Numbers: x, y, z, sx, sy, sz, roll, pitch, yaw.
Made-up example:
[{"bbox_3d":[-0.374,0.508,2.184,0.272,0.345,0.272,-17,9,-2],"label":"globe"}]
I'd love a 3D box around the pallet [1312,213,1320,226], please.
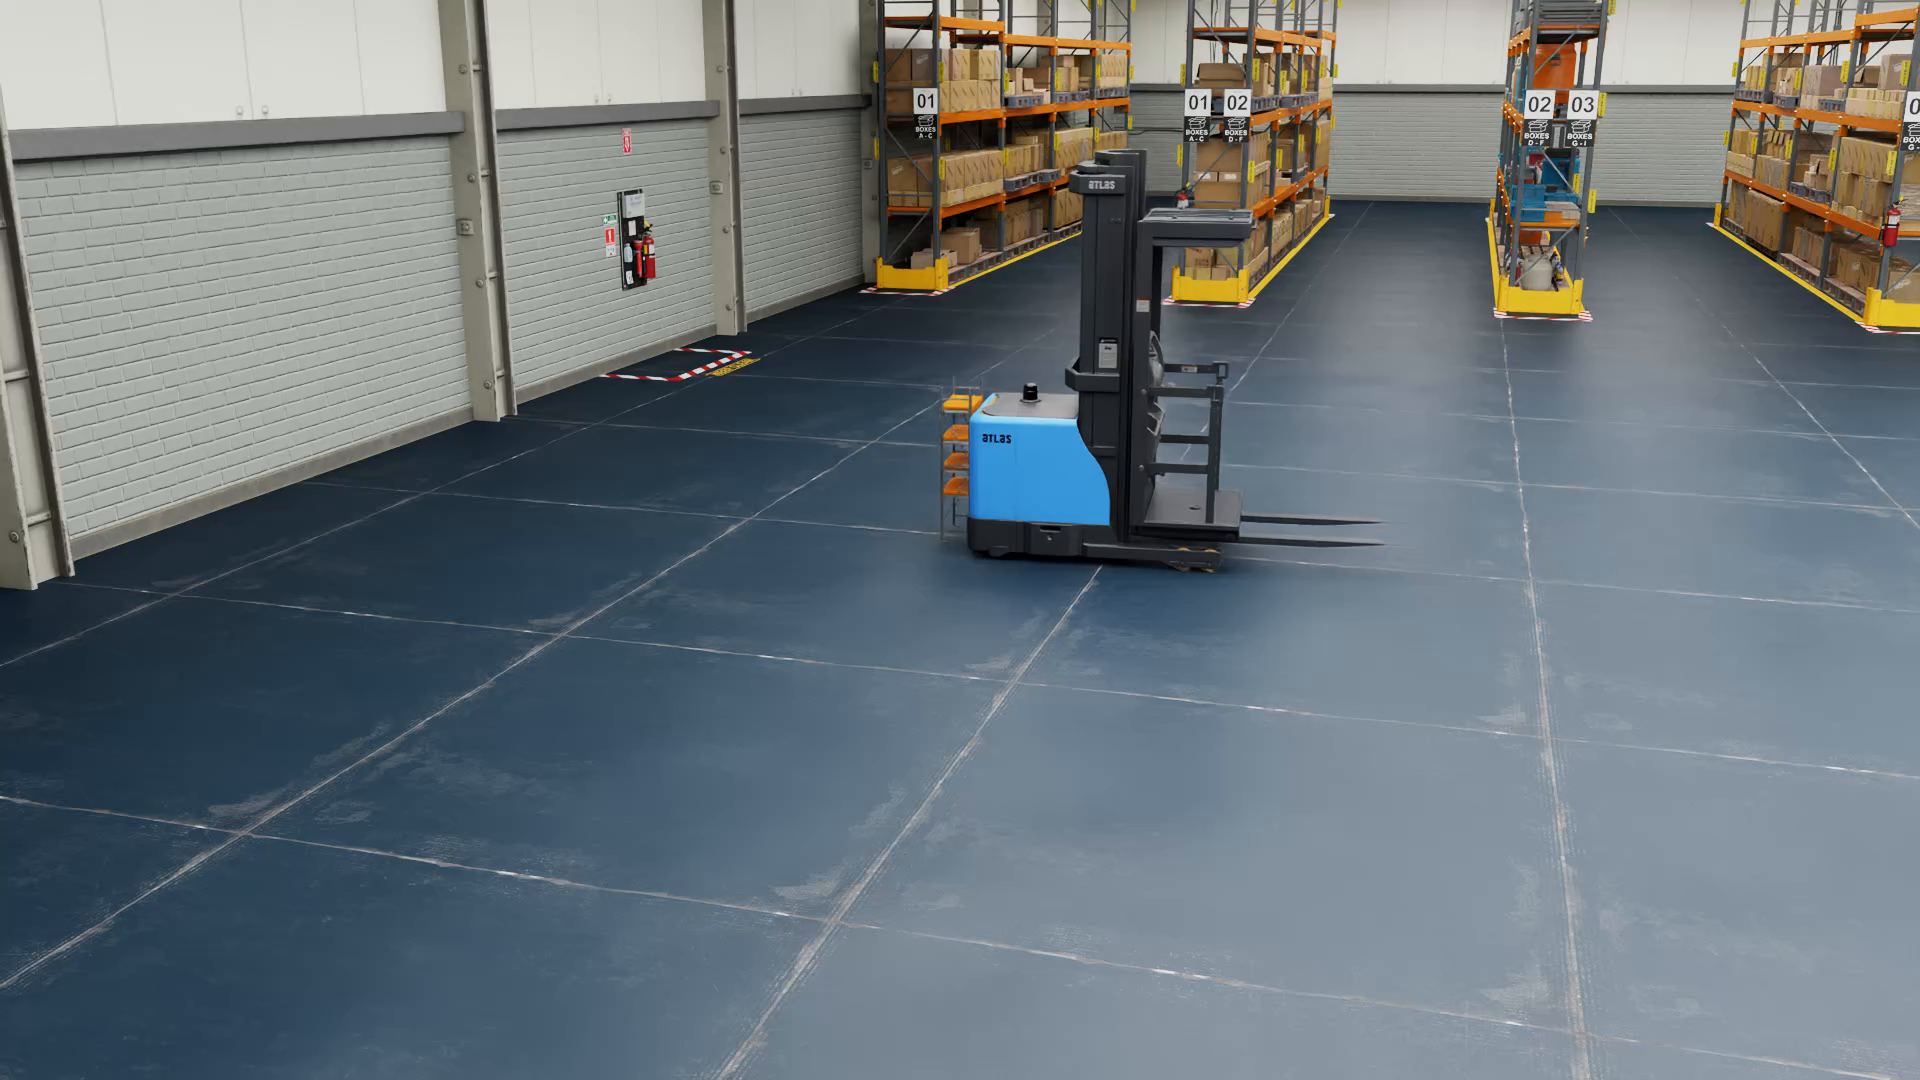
[{"bbox_3d":[7.885,-7.530,38.991,1.003,0.211,1.213,5,16,16],"label":"pallet"}]

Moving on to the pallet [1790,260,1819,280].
[{"bbox_3d":[15.132,-4.692,28.985,1.003,0.211,1.213,5,16,16],"label":"pallet"}]

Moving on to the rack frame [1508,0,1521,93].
[{"bbox_3d":[12.092,-10.873,34.672,1.000,3.000,0.127,5,16,16],"label":"rack frame"}]

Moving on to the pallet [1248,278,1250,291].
[{"bbox_3d":[4.111,-4.094,26.877,1.003,0.211,1.213,5,16,16],"label":"pallet"}]

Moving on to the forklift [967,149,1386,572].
[{"bbox_3d":[1.623,-1.334,12.161,3.031,2.935,1.130,3,16,10],"label":"forklift"}]

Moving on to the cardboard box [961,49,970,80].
[{"bbox_3d":[-0.149,-7.942,27.782,0.500,0.500,0.500,5,17,17],"label":"cardboard box"}]

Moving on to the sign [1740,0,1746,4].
[{"bbox_3d":[17.447,-12.106,37.016,0.100,0.325,0.005,5,16,16],"label":"sign"}]

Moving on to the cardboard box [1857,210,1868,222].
[{"bbox_3d":[13.639,-4.833,24.834,0.380,0.149,0.250,5,16,16],"label":"cardboard box"}]

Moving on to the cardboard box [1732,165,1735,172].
[{"bbox_3d":[17.270,-8.192,36.675,0.380,0.149,0.250,4,16,15],"label":"cardboard box"}]

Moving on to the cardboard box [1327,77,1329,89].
[{"bbox_3d":[8.291,-10.614,38.616,0.500,0.250,0.500,5,16,16],"label":"cardboard box"}]

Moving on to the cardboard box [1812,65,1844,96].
[{"bbox_3d":[15.040,-7.920,28.660,0.500,0.500,0.500,4,16,14],"label":"cardboard box"}]

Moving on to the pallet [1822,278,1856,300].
[{"bbox_3d":[14.410,-3.990,26.509,1.003,0.211,1.213,5,16,16],"label":"pallet"}]

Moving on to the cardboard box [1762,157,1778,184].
[{"bbox_3d":[16.185,-7.287,32.841,0.500,0.500,0.500,4,16,15],"label":"cardboard box"}]

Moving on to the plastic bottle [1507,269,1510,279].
[{"bbox_3d":[8.783,-4.227,26.558,0.097,0.201,0.097,0,16,0],"label":"plastic bottle"}]

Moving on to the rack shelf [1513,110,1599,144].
[{"bbox_3d":[9.250,-6.467,25.956,1.077,0.370,4.000,5,16,16],"label":"rack shelf"}]

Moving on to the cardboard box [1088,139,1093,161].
[{"bbox_3d":[2.704,-8.816,37.647,0.500,0.500,0.500,4,16,15],"label":"cardboard box"}]

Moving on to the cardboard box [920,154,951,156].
[{"bbox_3d":[-0.449,-6.452,28.943,0.500,0.500,0.500,5,17,17],"label":"cardboard box"}]

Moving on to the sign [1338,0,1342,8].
[{"bbox_3d":[9.007,-12.782,39.400,0.100,0.325,0.005,5,16,16],"label":"sign"}]

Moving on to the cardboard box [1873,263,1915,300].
[{"bbox_3d":[13.761,-3.784,24.484,0.500,0.500,0.500,10,18,30],"label":"cardboard box"}]

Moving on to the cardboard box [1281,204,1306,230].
[{"bbox_3d":[7.044,-6.837,35.210,0.500,0.500,0.500,4,16,14],"label":"cardboard box"}]

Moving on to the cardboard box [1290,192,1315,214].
[{"bbox_3d":[7.873,-7.874,38.863,0.797,0.503,0.637,5,16,16],"label":"cardboard box"}]

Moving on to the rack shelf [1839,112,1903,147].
[{"bbox_3d":[13.999,-6.083,24.601,1.077,0.370,4.000,5,16,16],"label":"rack shelf"}]

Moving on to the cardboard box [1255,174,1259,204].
[{"bbox_3d":[4.660,-5.941,28.095,0.700,0.500,0.500,5,17,17],"label":"cardboard box"}]

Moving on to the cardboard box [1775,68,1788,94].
[{"bbox_3d":[16.685,-9.143,33.118,0.700,0.500,0.500,5,17,17],"label":"cardboard box"}]

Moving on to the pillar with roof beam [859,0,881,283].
[{"bbox_3d":[2.680,-8.418,26.017,9.100,9.000,0.400,5,16,16],"label":"pillar with roof beam"}]

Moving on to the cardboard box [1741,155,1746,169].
[{"bbox_3d":[17.004,-8.079,35.544,0.500,0.250,0.500,5,17,17],"label":"cardboard box"}]

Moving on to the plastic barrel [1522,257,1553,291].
[{"bbox_3d":[8.795,-4.031,25.332,0.421,0.512,0.421,0,16,0],"label":"plastic barrel"}]

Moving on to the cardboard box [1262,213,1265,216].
[{"bbox_3d":[5.776,-6.360,32.997,0.500,0.311,0.500,5,17,18],"label":"cardboard box"}]

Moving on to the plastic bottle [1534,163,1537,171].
[{"bbox_3d":[11.953,-7.660,34.429,0.144,0.351,0.185,5,16,16],"label":"plastic bottle"}]

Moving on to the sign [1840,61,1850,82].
[{"bbox_3d":[14.034,-7.433,26.372,0.100,0.325,0.005,5,16,16],"label":"sign"}]

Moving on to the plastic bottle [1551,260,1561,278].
[{"bbox_3d":[9.715,-4.427,27.127,0.152,0.276,0.135,5,17,17],"label":"plastic bottle"}]

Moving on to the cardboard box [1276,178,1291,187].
[{"bbox_3d":[6.216,-6.948,32.288,0.380,0.149,0.250,5,16,16],"label":"cardboard box"}]

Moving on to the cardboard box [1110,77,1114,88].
[{"bbox_3d":[3.339,-10.803,39.246,0.500,0.250,0.500,4,16,14],"label":"cardboard box"}]

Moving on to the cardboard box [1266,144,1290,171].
[{"bbox_3d":[6.278,-7.749,33.699,0.700,0.500,0.500,-1,16,-3],"label":"cardboard box"}]

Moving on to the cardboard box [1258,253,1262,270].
[{"bbox_3d":[4.868,-4.758,28.376,0.500,0.250,0.500,5,16,16],"label":"cardboard box"}]

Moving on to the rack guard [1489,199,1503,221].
[{"bbox_3d":[13.223,-7.838,39.547,1.175,0.500,0.348,5,16,16],"label":"rack guard"}]

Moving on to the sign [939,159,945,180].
[{"bbox_3d":[-0.297,-5.990,26.864,0.100,0.325,0.005,5,16,16],"label":"sign"}]

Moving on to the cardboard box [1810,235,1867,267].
[{"bbox_3d":[15.074,-4.947,28.550,0.700,0.500,0.500,3,16,11],"label":"cardboard box"}]

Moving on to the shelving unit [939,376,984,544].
[{"bbox_3d":[0.015,-0.622,12.824,0.258,1.200,0.503,3,16,10],"label":"shelving unit"}]

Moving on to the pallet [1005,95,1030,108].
[{"bbox_3d":[0.597,-8.168,30.977,1.213,0.211,1.003,5,16,16],"label":"pallet"}]

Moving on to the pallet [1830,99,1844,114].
[{"bbox_3d":[14.845,-7.016,26.914,1.213,0.211,1.003,5,16,16],"label":"pallet"}]

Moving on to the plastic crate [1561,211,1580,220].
[{"bbox_3d":[9.244,-4.930,25.195,0.298,0.136,0.250,5,16,16],"label":"plastic crate"}]

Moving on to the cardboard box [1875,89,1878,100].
[{"bbox_3d":[13.804,-6.597,24.639,0.380,0.149,0.250,5,17,17],"label":"cardboard box"}]

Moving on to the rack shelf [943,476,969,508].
[{"bbox_3d":[0.015,-0.366,12.896,0.258,0.148,0.480,3,16,10],"label":"rack shelf"}]

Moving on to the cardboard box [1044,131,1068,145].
[{"bbox_3d":[1.985,-8.510,35.195,0.500,0.250,0.500,4,16,15],"label":"cardboard box"}]

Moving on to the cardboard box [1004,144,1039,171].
[{"bbox_3d":[1.200,-7.696,33.477,0.700,0.500,0.500,3,16,11],"label":"cardboard box"}]

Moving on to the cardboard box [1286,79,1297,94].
[{"bbox_3d":[6.299,-8.933,33.147,0.910,0.500,0.500,5,16,16],"label":"cardboard box"}]

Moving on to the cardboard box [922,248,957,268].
[{"bbox_3d":[-0.372,-4.857,28.577,0.500,0.311,0.500,6,17,20],"label":"cardboard box"}]

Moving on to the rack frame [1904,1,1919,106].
[{"bbox_3d":[13.430,-7.349,22.249,1.000,3.000,0.127,5,16,16],"label":"rack frame"}]

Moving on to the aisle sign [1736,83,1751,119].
[{"bbox_3d":[17.710,-9.942,37.620,0.394,0.787,0.004,5,16,16],"label":"aisle sign"}]

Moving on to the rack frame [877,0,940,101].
[{"bbox_3d":[-0.817,-8.502,26.312,1.000,3.000,0.127,5,16,16],"label":"rack frame"}]

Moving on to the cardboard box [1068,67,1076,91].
[{"bbox_3d":[2.142,-10.085,36.403,0.700,0.500,0.500,4,16,15],"label":"cardboard box"}]

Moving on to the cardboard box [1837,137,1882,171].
[{"bbox_3d":[14.195,-6.084,26.221,0.500,0.500,0.500,5,16,16],"label":"cardboard box"}]

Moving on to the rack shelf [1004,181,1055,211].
[{"bbox_3d":[0.888,-6.839,32.763,1.077,0.370,4.000,5,16,16],"label":"rack shelf"}]
